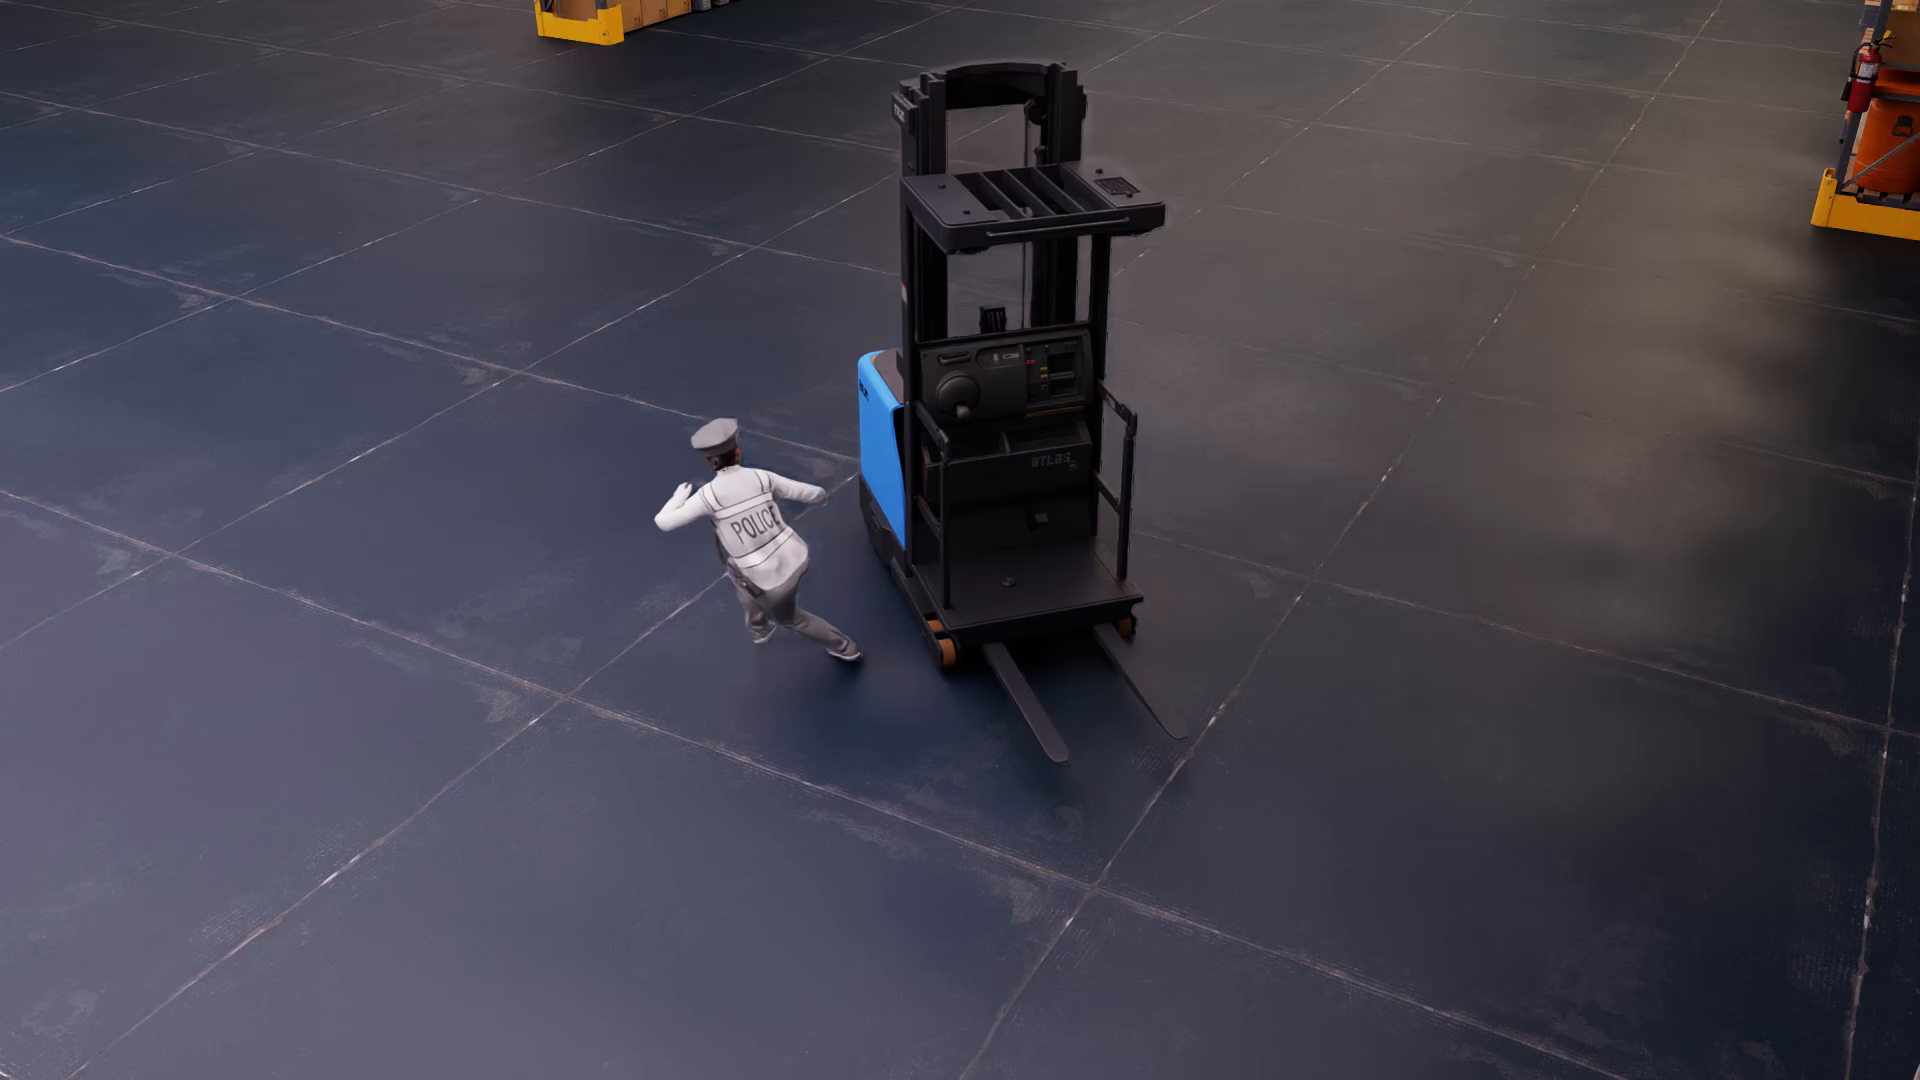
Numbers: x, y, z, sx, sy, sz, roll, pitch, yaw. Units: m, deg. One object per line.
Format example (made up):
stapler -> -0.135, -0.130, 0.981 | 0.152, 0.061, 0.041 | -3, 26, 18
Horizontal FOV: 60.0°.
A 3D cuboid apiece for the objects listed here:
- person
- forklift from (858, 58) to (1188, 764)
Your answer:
person -> -1.034, 0.030, 8.476 | 0.838, 1.429, 0.916 | 24, 38, 35
forklift -> 0.314, -0.808, 8.471 | 1.130, 2.935, 3.031 | -9, 31, -15
